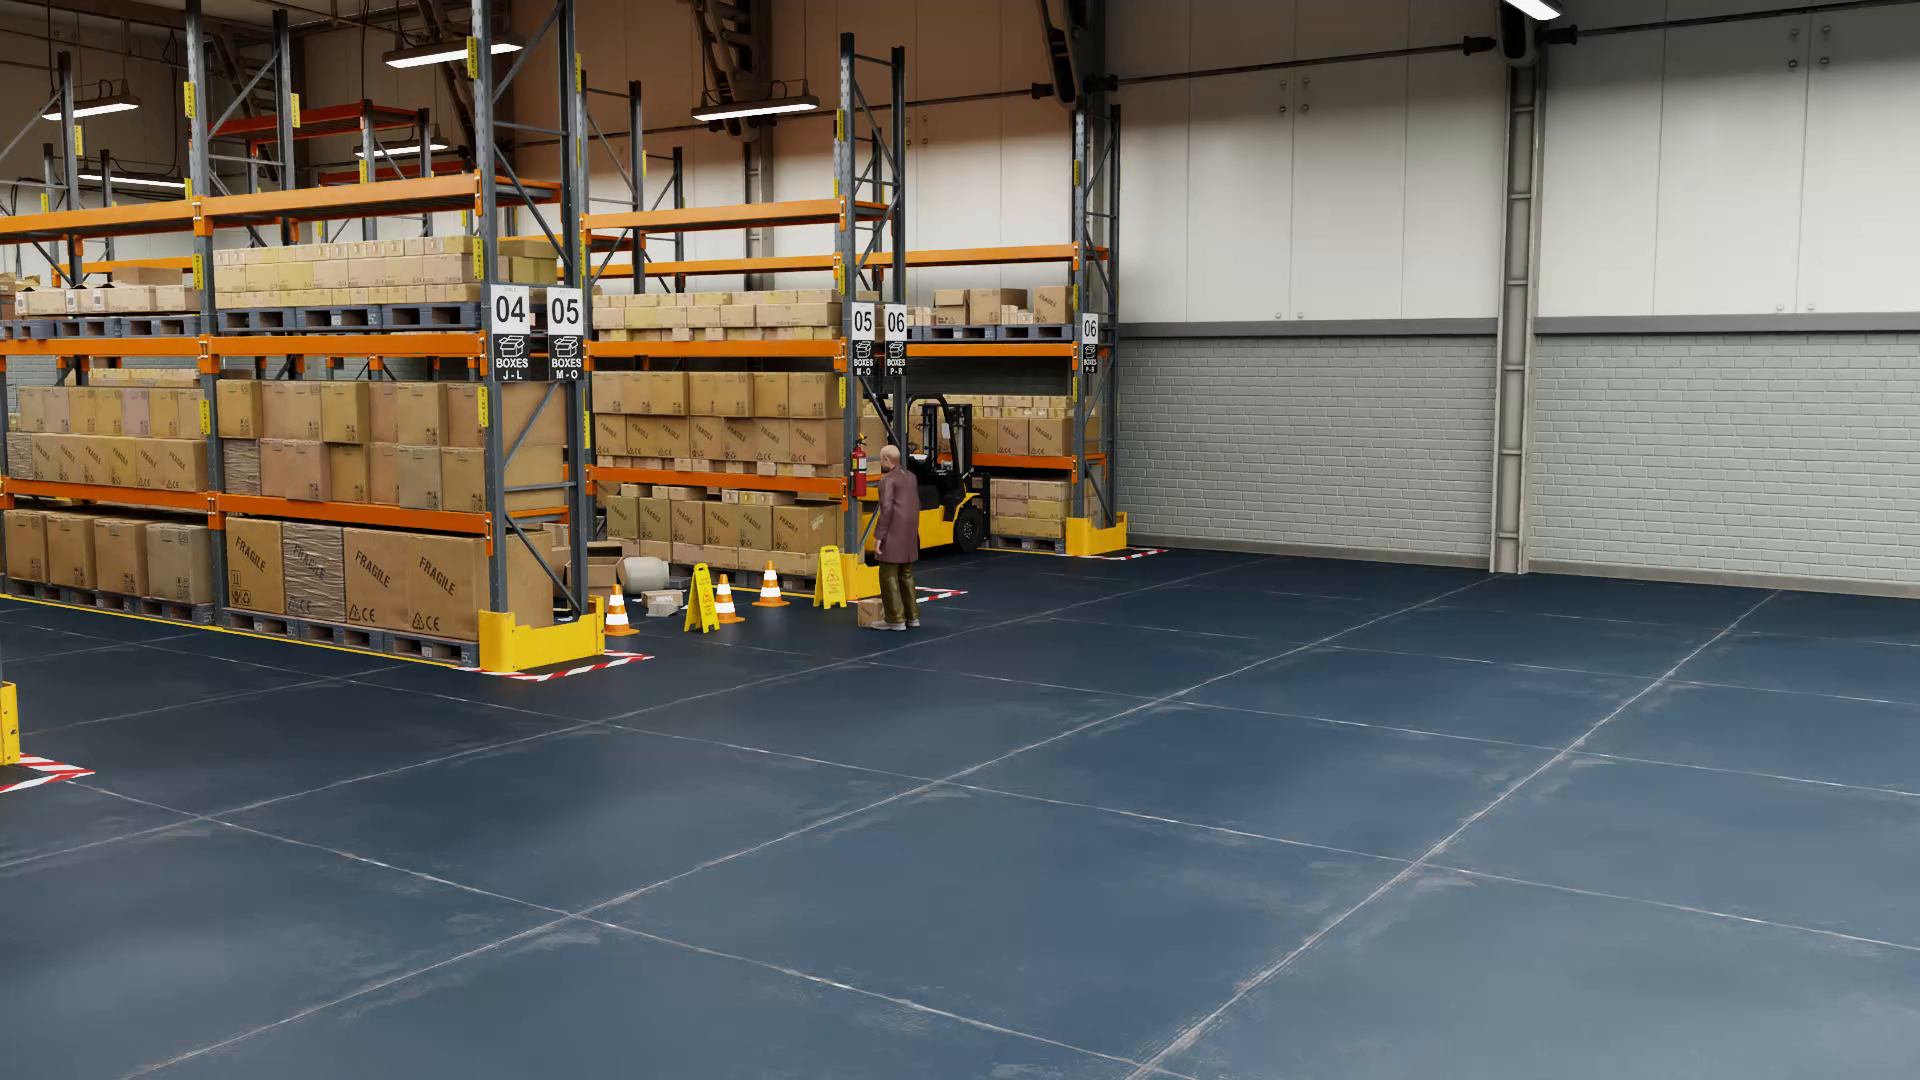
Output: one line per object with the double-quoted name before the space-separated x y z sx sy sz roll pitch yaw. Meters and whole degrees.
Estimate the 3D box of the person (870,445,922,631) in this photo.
"person" -0.613 -0.028 16.021 0.420 1.774 0.643 4 7 33
